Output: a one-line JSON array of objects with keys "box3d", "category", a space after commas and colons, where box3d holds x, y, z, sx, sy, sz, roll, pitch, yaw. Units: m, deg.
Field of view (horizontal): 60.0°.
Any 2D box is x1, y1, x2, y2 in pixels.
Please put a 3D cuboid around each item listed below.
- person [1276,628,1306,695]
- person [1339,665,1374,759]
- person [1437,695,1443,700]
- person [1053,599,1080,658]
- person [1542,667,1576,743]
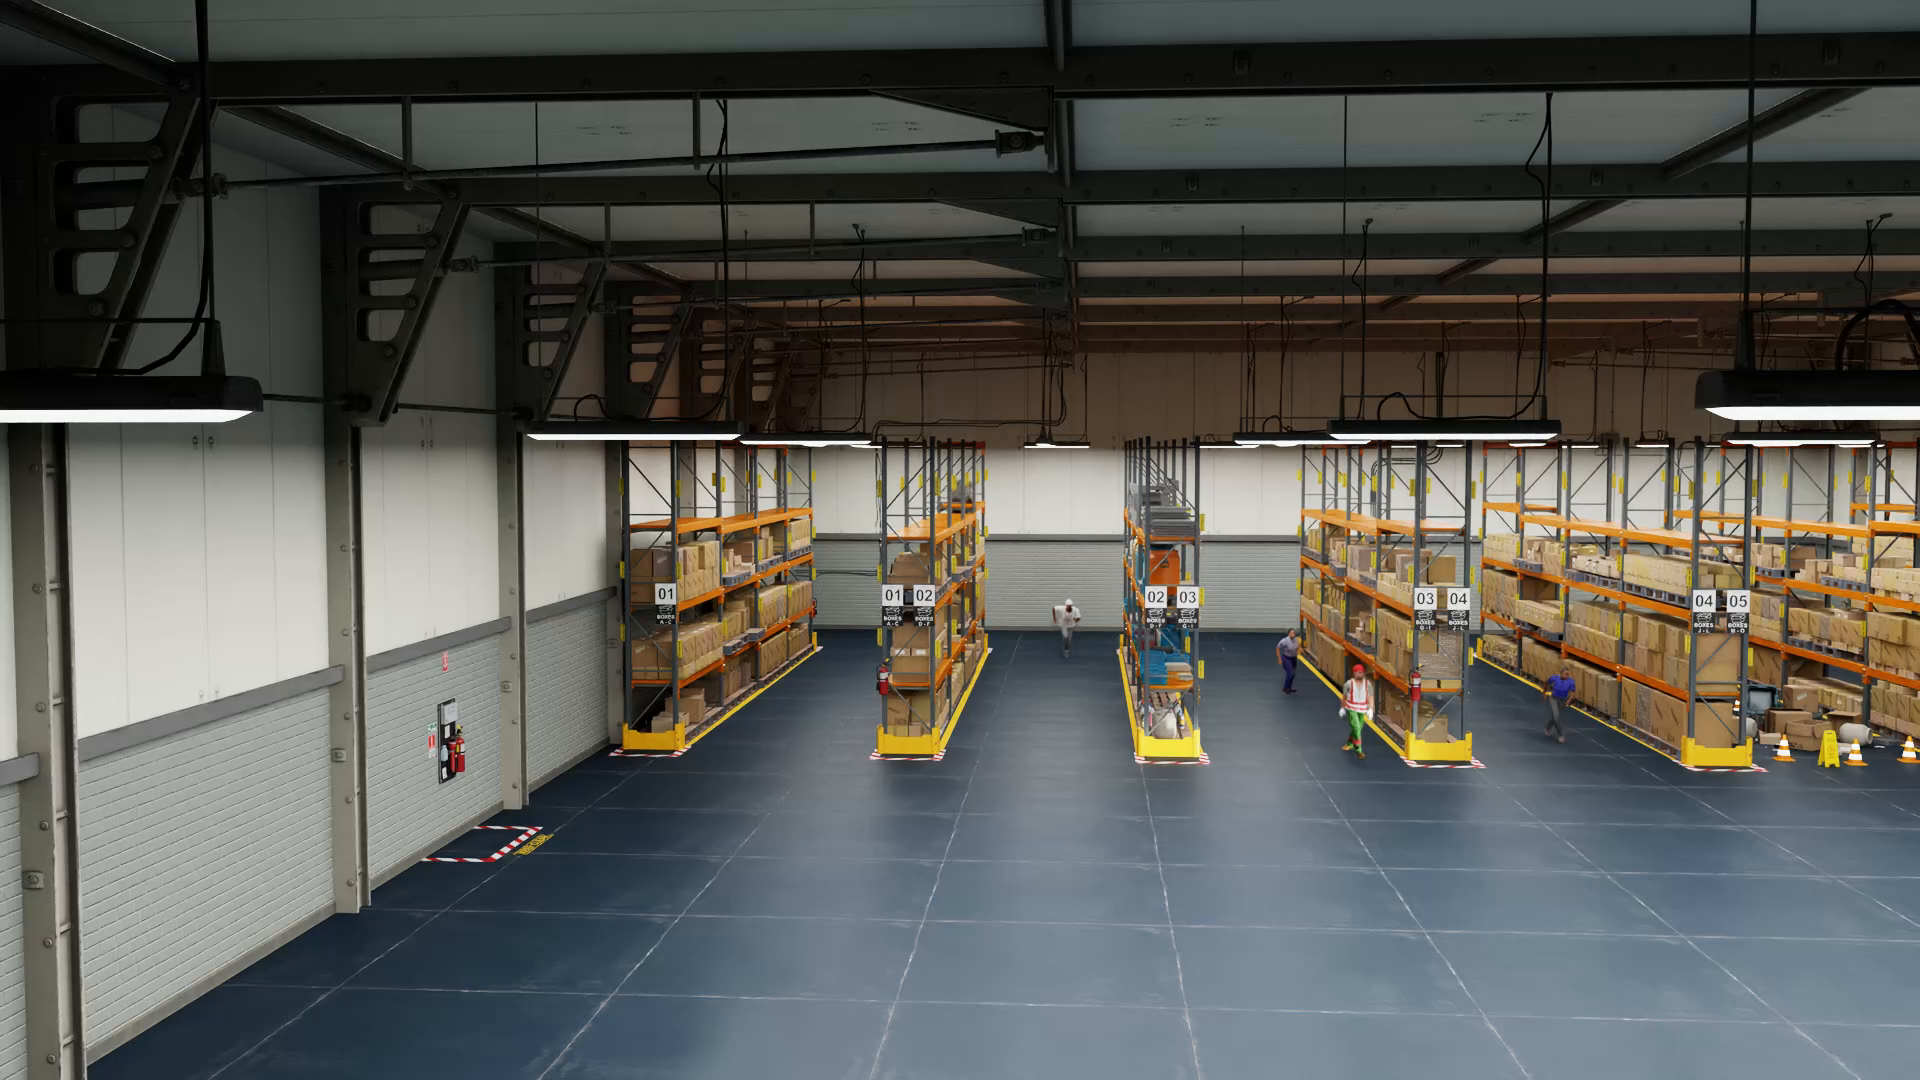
[{"box3d": [7.835, 2.874, 39.276, 0.647, 1.620, 0.774, -2, 4, -37], "category": "person"}, {"box3d": [7.416, 3.184, 31.078, 0.569, 1.737, 1.003, 0, 3, -5], "category": "person"}, {"box3d": [11.105, 2.875, 38.253, 0.634, 1.626, 0.549, 1, 3, 19], "category": "person"}, {"box3d": [2.952, 2.459, 46.162, 0.746, 1.690, 1.000, 0, 3, -5], "category": "person"}, {"box3d": [11.817, 3.203, 32.901, 0.596, 1.504, 1.000, 0, 3, 5], "category": "person"}]
